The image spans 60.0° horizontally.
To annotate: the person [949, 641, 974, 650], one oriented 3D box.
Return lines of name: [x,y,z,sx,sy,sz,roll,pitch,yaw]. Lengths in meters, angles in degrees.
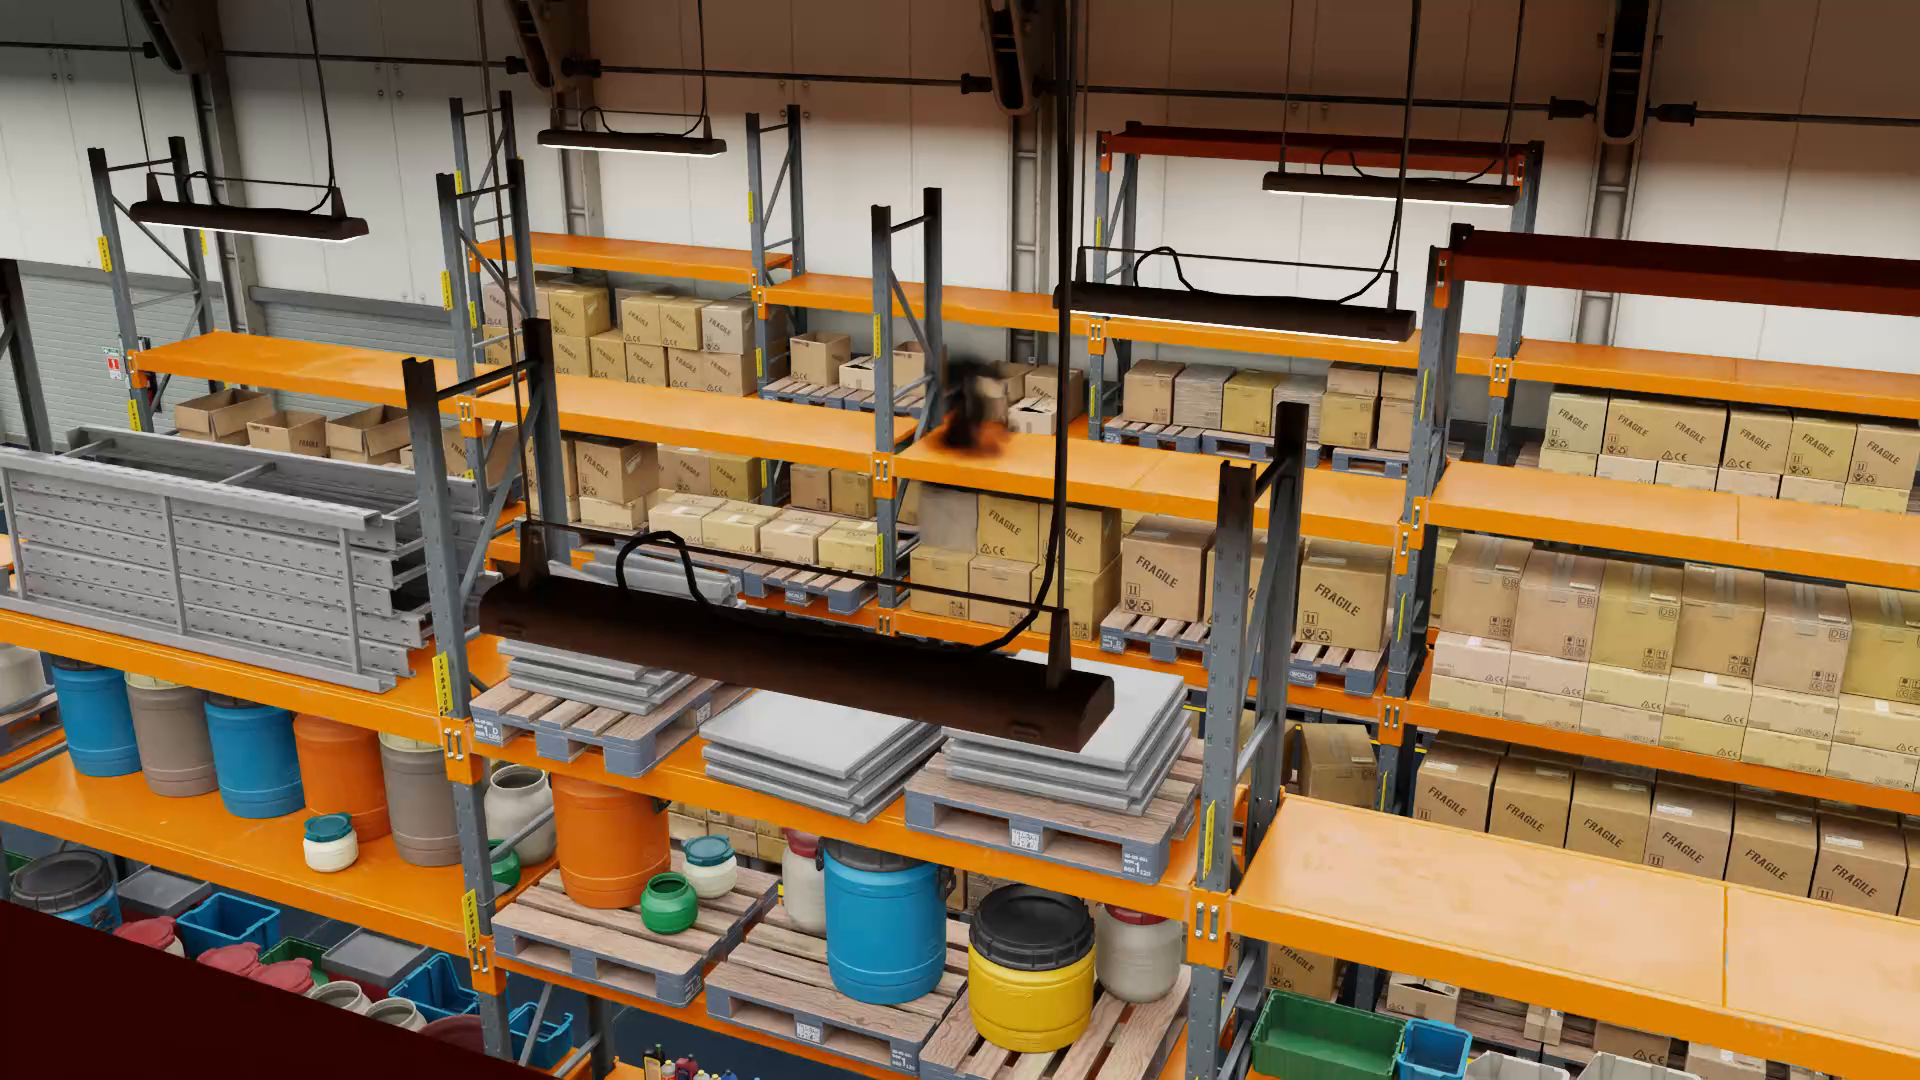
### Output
person: [0.001,1.629,16.023,0.746,1.716,0.541,6,21,16]
